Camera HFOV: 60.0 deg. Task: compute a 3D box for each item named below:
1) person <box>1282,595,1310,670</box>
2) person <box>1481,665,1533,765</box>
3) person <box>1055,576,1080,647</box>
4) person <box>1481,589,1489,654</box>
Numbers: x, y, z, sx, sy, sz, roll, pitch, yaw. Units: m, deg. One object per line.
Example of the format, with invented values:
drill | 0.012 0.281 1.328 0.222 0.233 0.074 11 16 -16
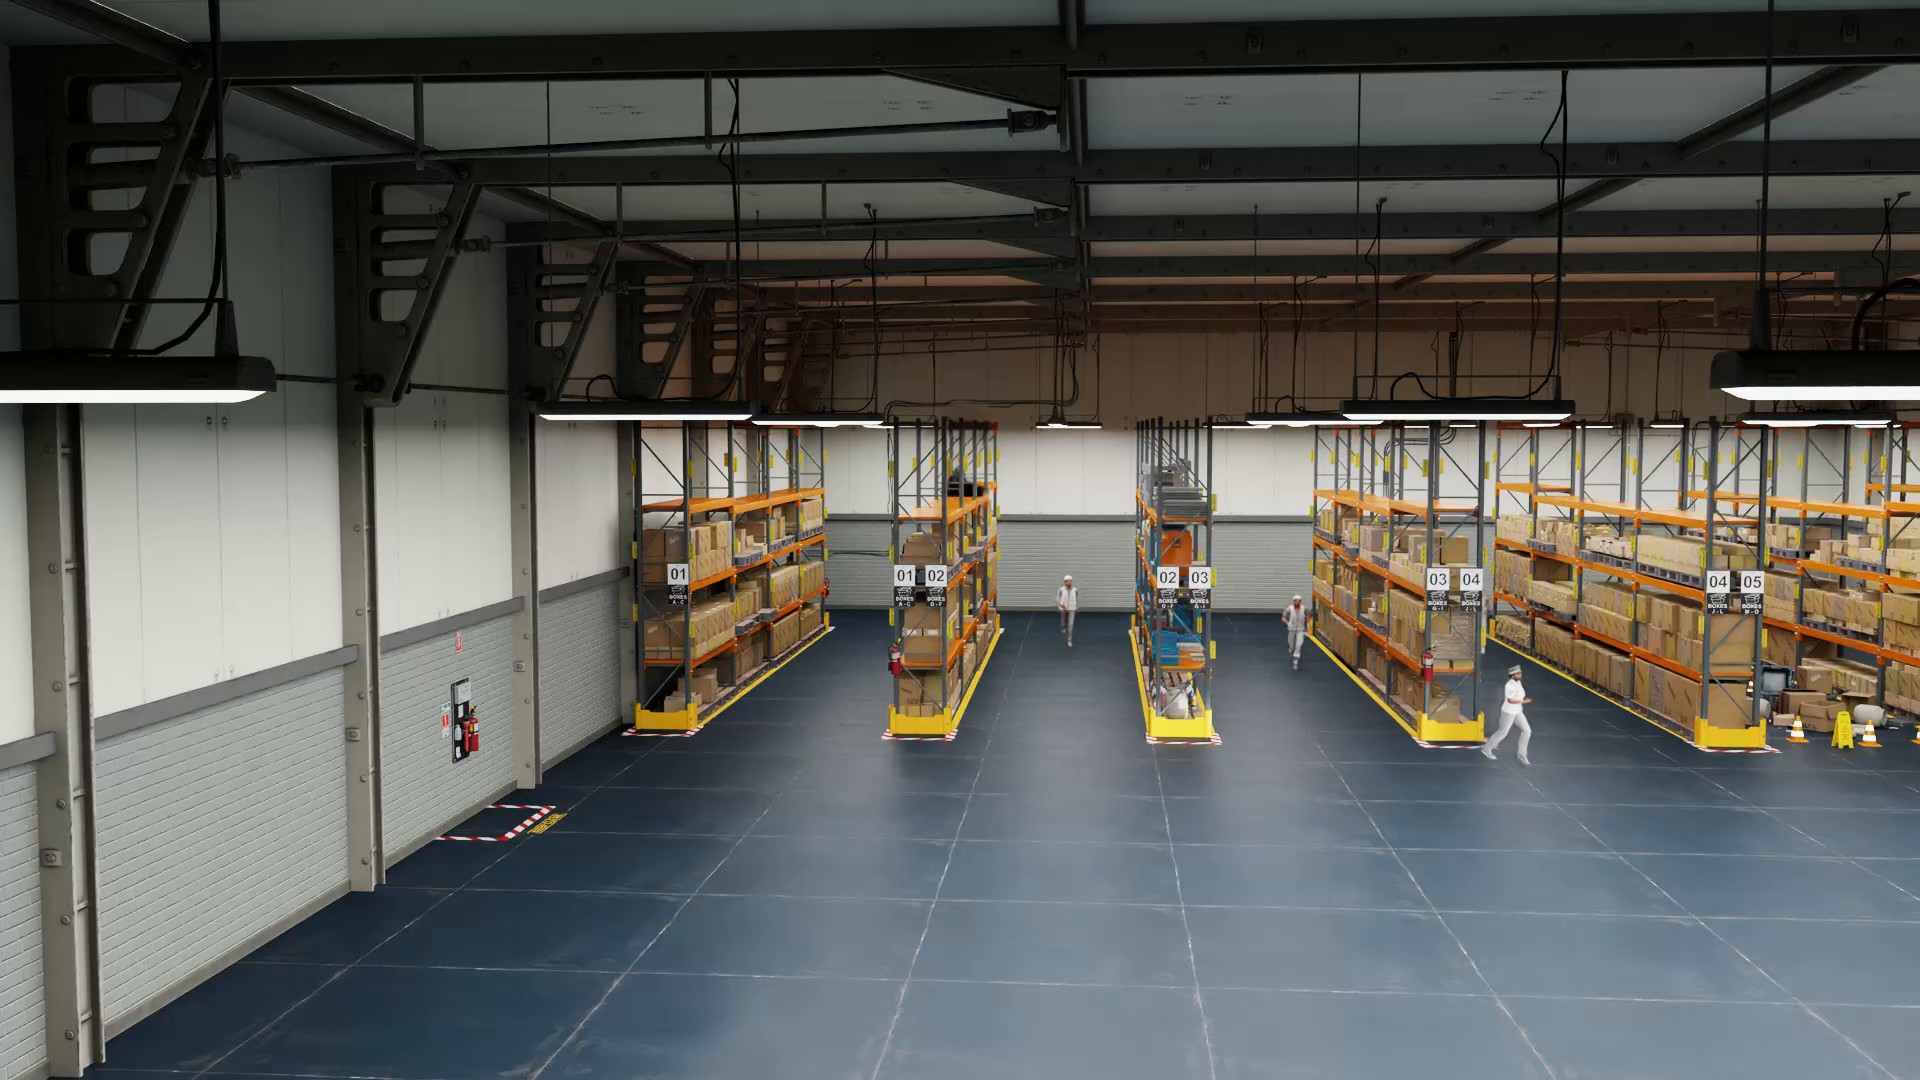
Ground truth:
person | 8.130 2.205 40.255 0.684 1.774 1.027 0 4 5
person | 9.496 3.007 28.707 0.888 1.744 0.588 4 5 43
person | 2.753 1.799 42.595 0.636 1.781 1.061 0 4 3
person | 13.488 2.082 43.230 0.552 1.738 0.845 0 4 6
